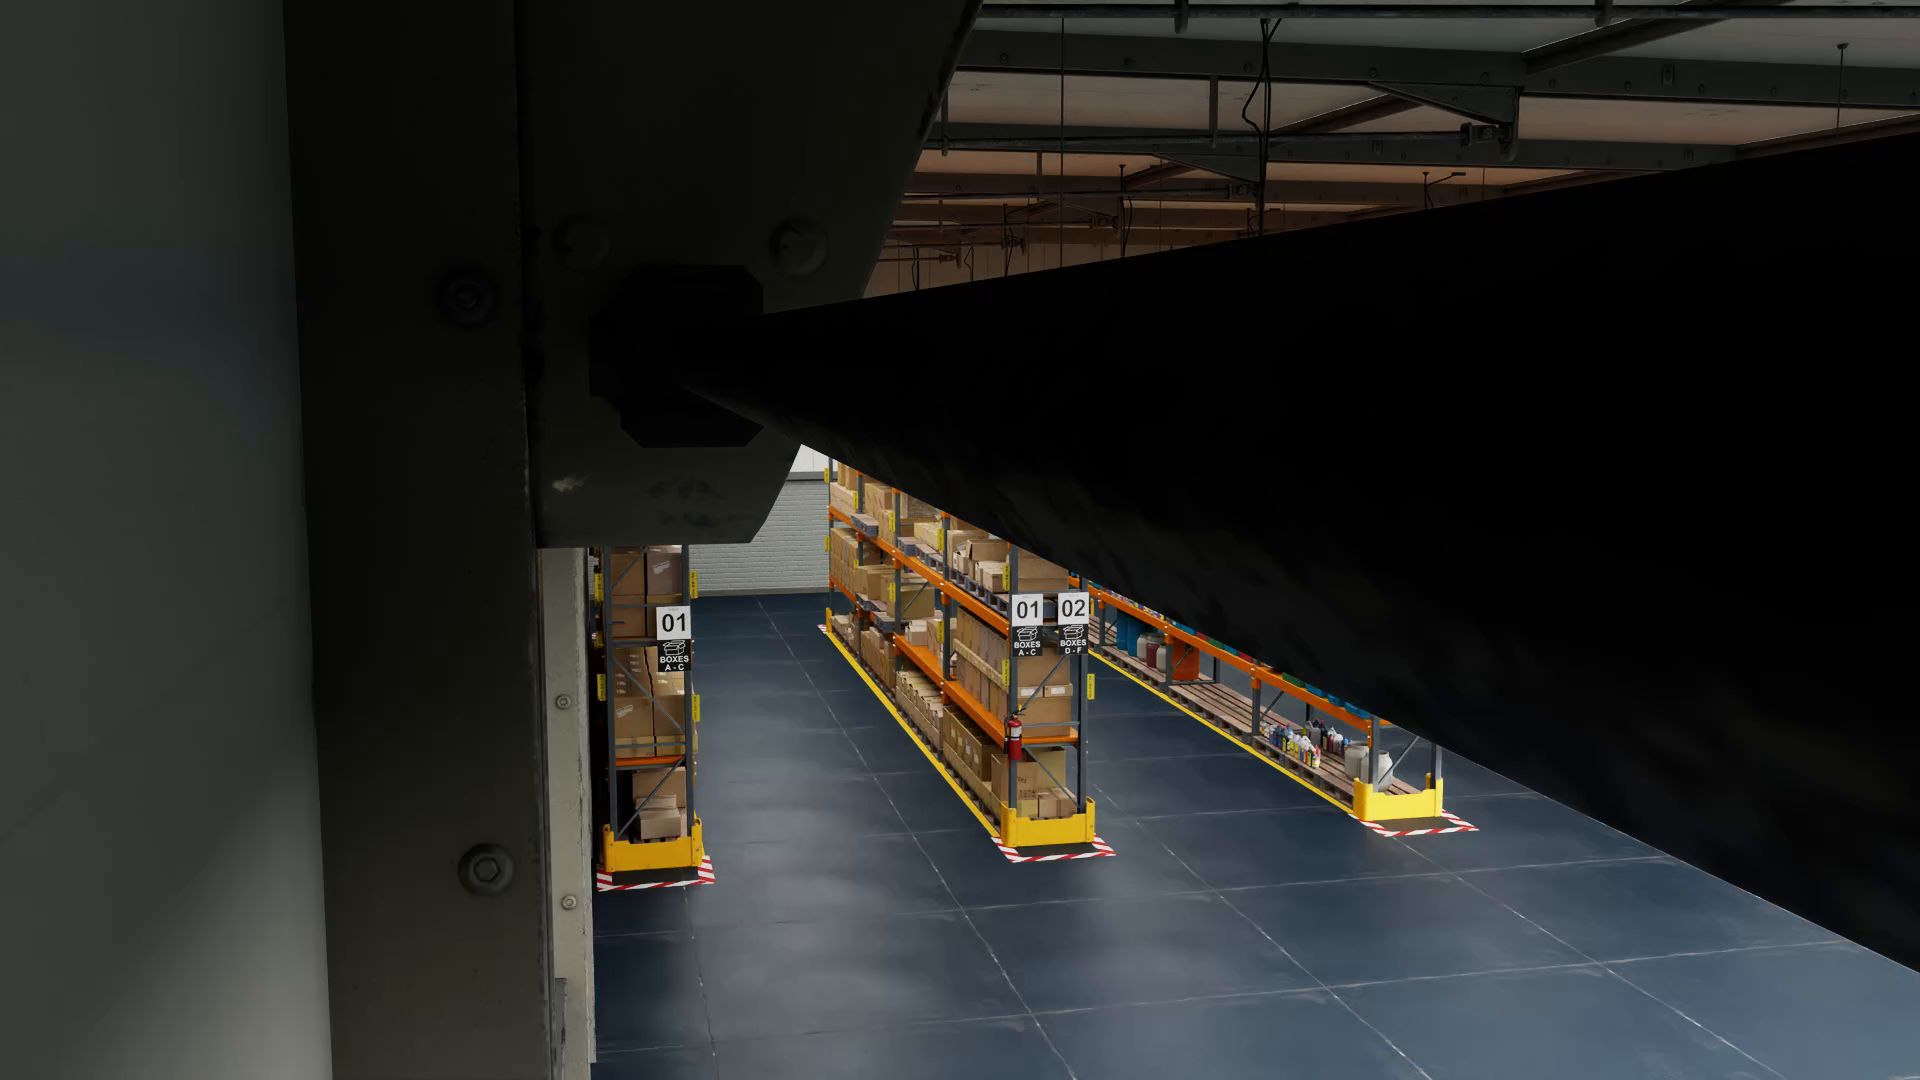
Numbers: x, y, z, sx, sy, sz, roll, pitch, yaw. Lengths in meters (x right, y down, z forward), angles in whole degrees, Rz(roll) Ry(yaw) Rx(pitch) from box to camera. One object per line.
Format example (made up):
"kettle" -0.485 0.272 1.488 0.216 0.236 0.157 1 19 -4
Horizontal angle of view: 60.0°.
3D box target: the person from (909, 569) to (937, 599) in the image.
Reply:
"person" -0.715 1.127 36.448 0.739 1.709 0.783 -3 7 -24
